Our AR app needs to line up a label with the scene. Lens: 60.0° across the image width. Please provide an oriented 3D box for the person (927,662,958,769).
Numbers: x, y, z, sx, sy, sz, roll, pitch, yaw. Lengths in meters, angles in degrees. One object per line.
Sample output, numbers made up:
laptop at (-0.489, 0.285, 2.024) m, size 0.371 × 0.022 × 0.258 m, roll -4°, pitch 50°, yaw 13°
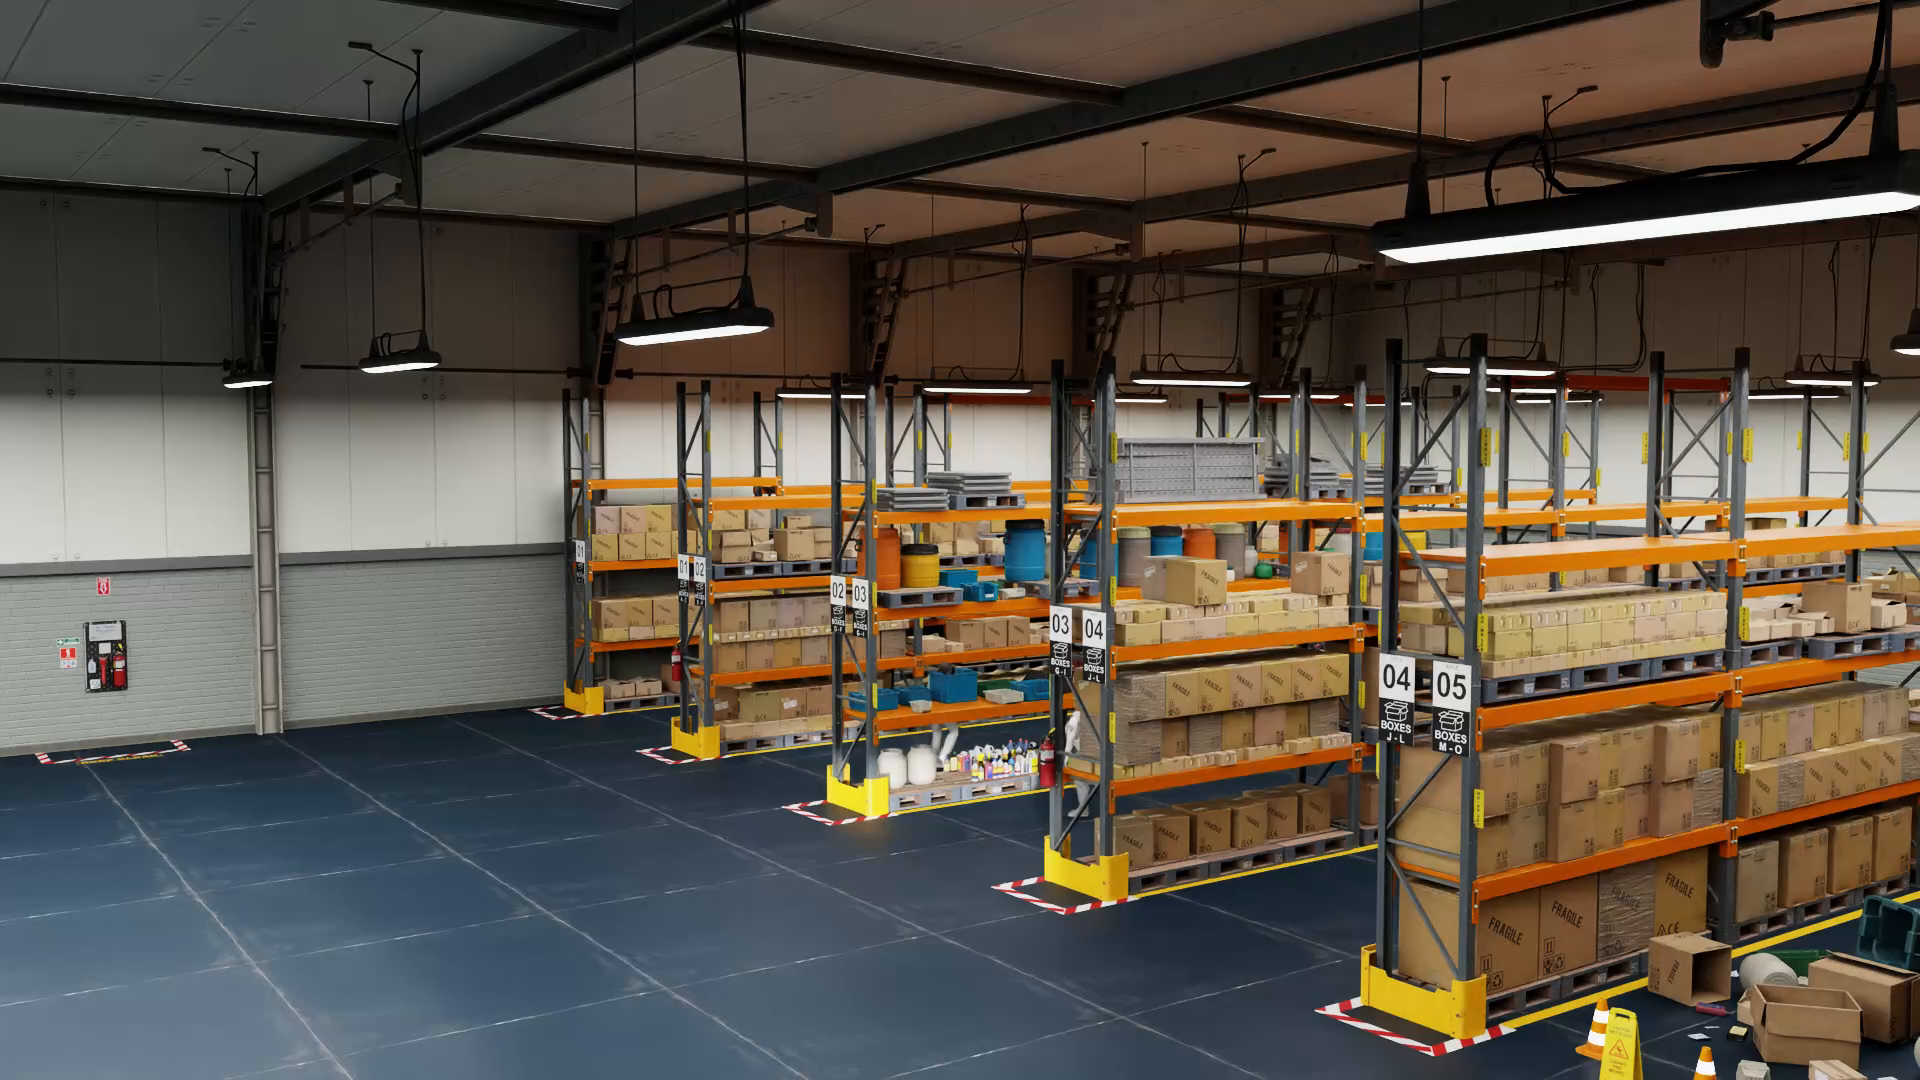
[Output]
person at (-0.286, 2.687, 25.551) m, size 0.497 × 1.674 × 0.491 m, roll 1°, pitch 4°, yaw 20°

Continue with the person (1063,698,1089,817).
person at (1.586, 2.882, 22.393) m, size 0.401 × 1.701 × 0.505 m, roll 1°, pitch 4°, yaw 21°
